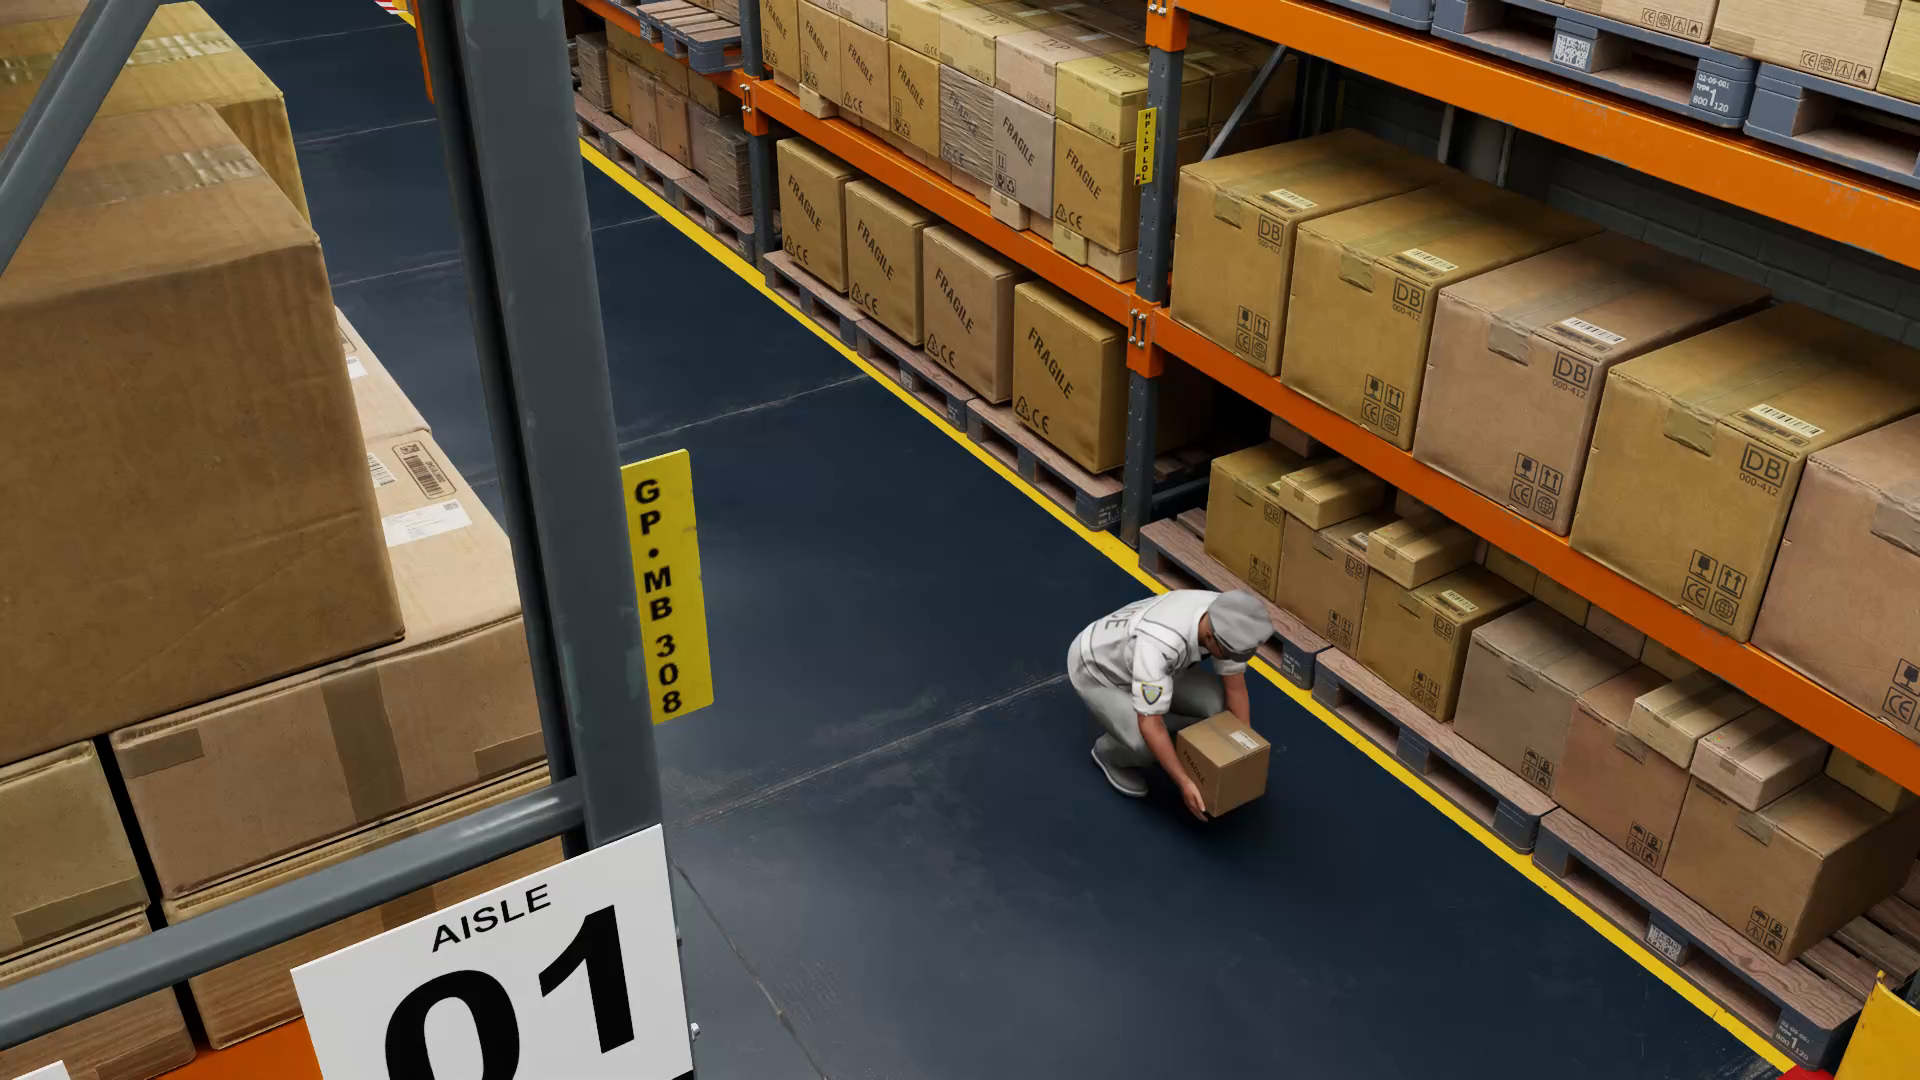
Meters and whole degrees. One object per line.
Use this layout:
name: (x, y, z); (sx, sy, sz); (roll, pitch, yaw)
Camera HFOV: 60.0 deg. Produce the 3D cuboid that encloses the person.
person: (0.813, 0.542, 6.487); (0.548, 1.008, 0.893); (-19, 37, -27)
